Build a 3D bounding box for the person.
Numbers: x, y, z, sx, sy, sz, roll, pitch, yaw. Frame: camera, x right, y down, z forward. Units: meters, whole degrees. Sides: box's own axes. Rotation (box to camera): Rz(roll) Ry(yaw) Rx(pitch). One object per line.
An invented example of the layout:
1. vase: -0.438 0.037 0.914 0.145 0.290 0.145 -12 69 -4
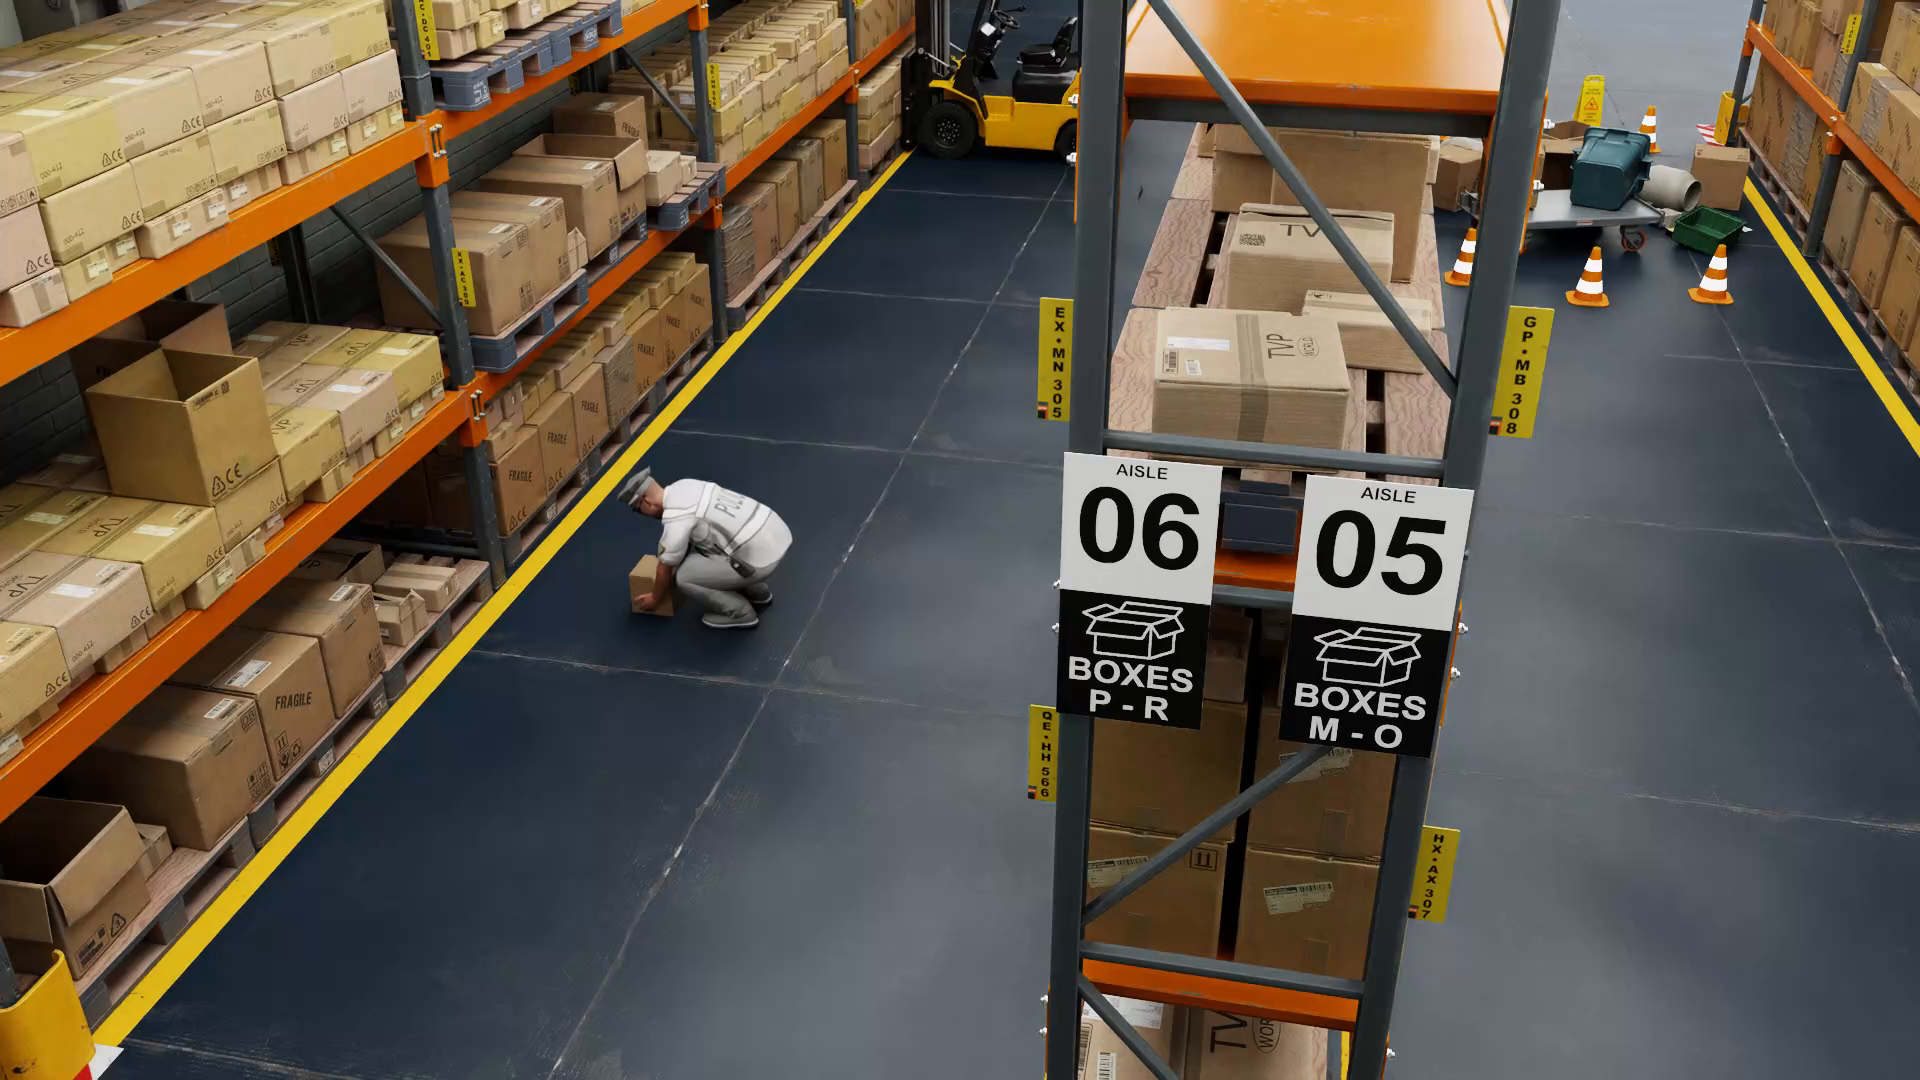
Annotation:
1. person: -1.447 0.019 9.478 0.955 0.902 0.558 6 29 11
